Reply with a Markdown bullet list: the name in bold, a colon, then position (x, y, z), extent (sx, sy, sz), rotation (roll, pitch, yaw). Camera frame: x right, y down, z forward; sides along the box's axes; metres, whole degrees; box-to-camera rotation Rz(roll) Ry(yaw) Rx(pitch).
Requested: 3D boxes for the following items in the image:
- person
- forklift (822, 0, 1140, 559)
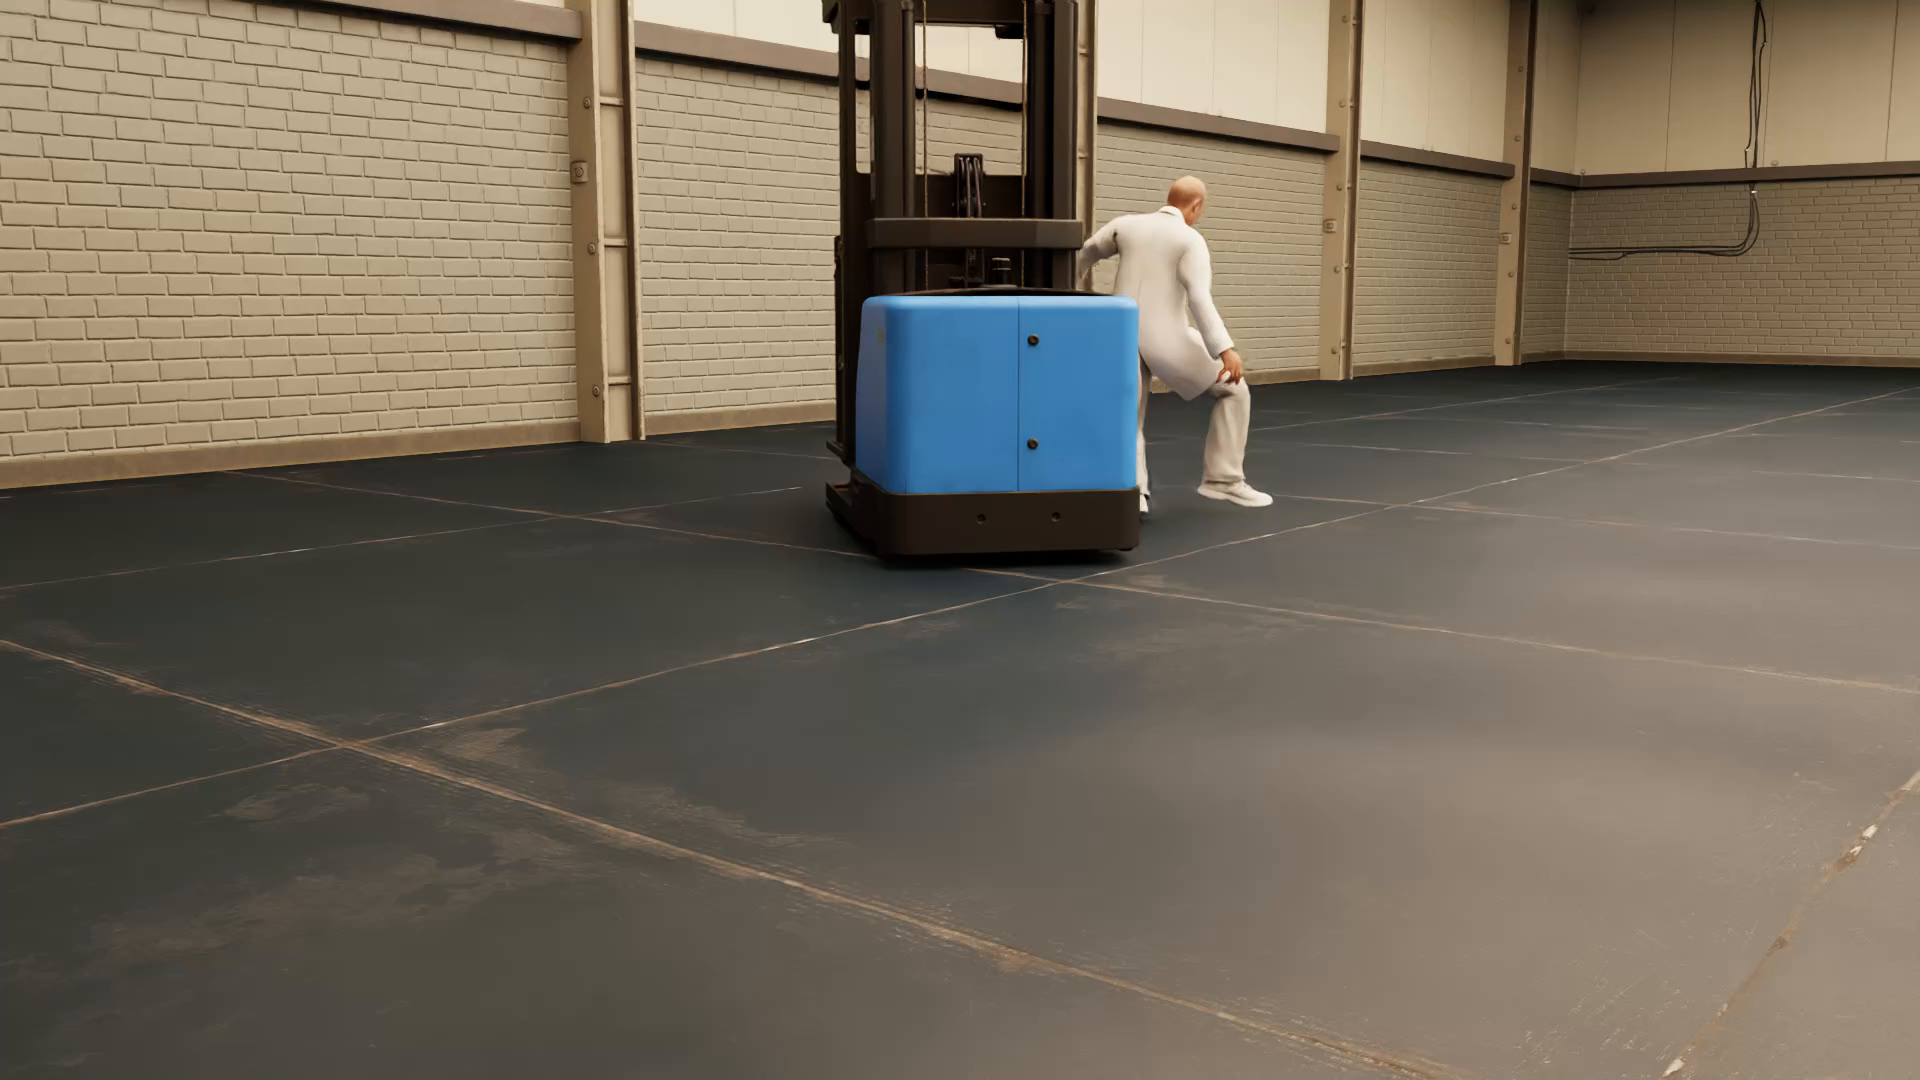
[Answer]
- **person**: position (0.891, -0.919, 8.156), extent (1.195, 1.688, 0.589), rotation (5, 10, 33)
- **forklift**: position (-0.052, -1.547, 7.856), extent (1.130, 2.935, 3.031), rotation (-2, 8, -11)
